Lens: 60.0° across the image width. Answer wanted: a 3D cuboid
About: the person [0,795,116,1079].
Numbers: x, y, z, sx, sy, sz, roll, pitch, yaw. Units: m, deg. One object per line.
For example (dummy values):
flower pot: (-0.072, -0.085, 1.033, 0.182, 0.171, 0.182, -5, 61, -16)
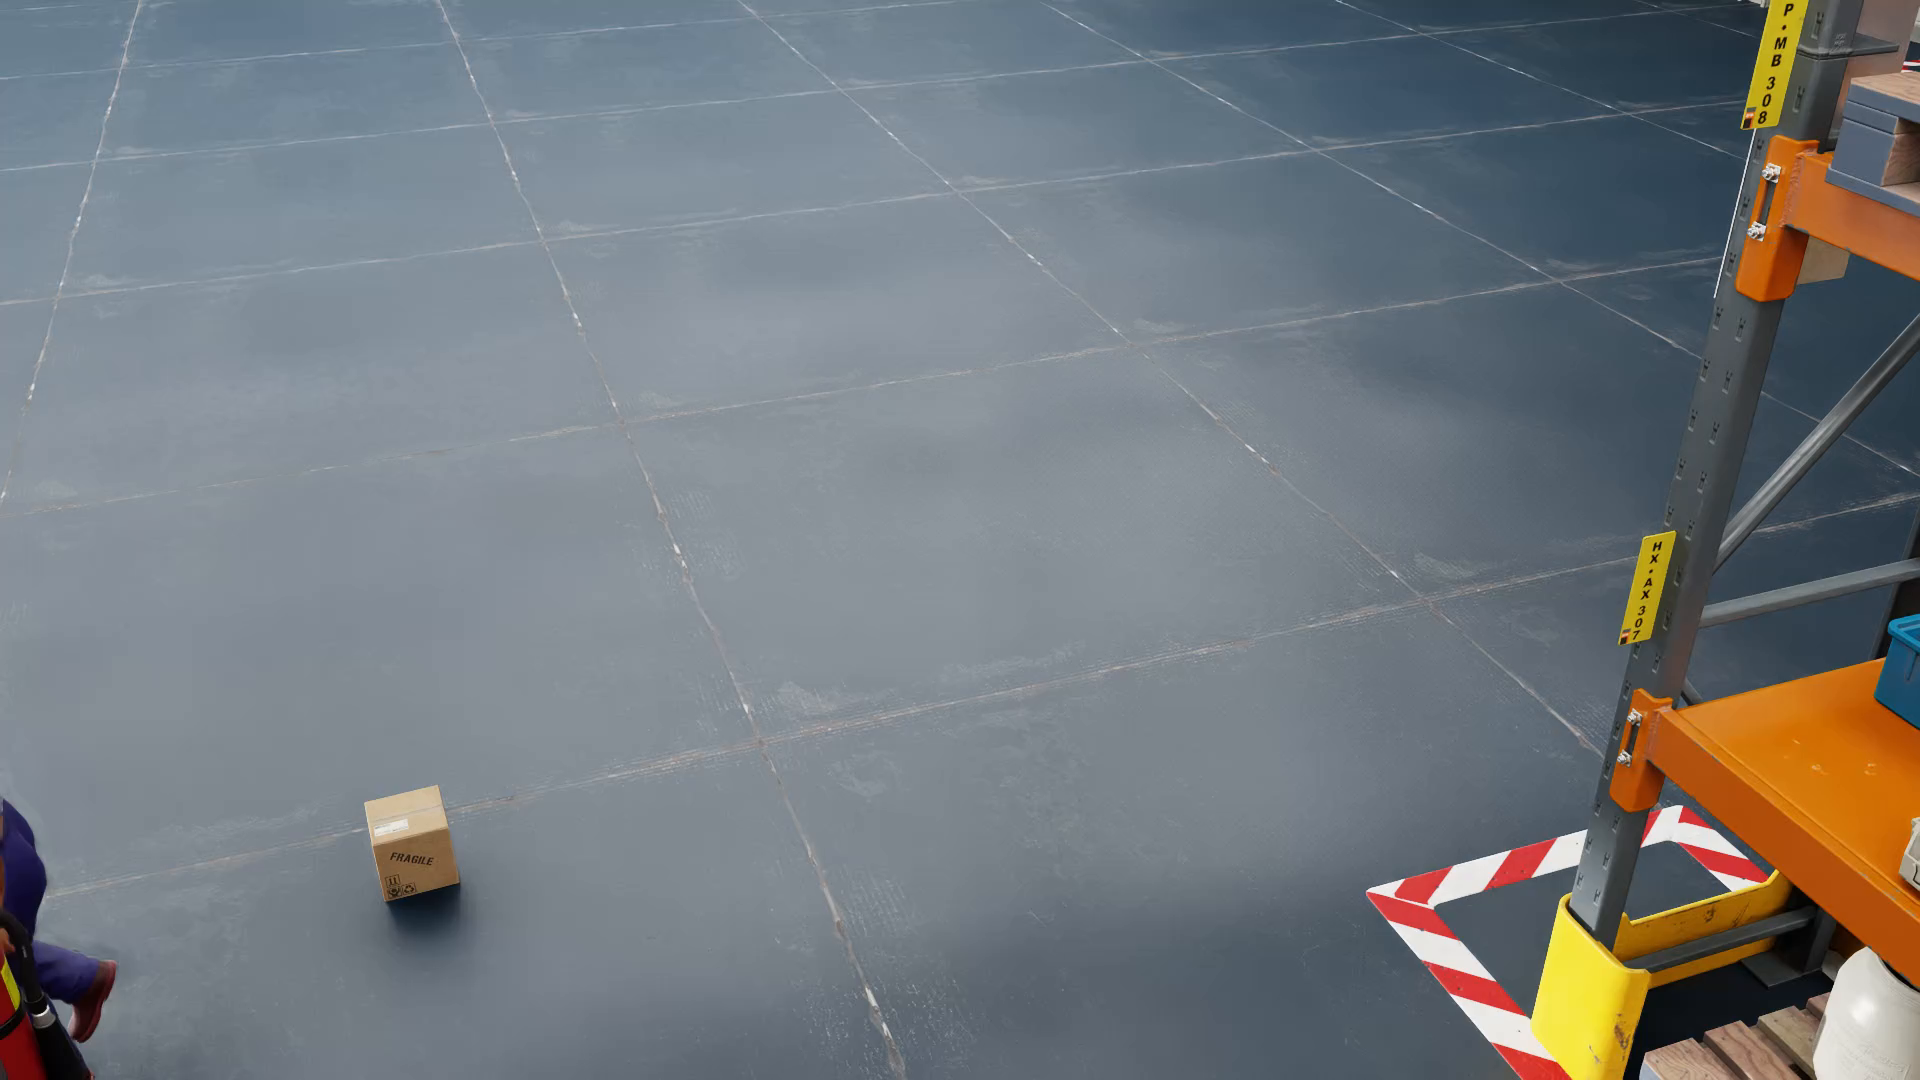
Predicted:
person: (-2.680, 0.904, 4.534, 0.479, 1.644, 0.503, -18, 35, -28)
